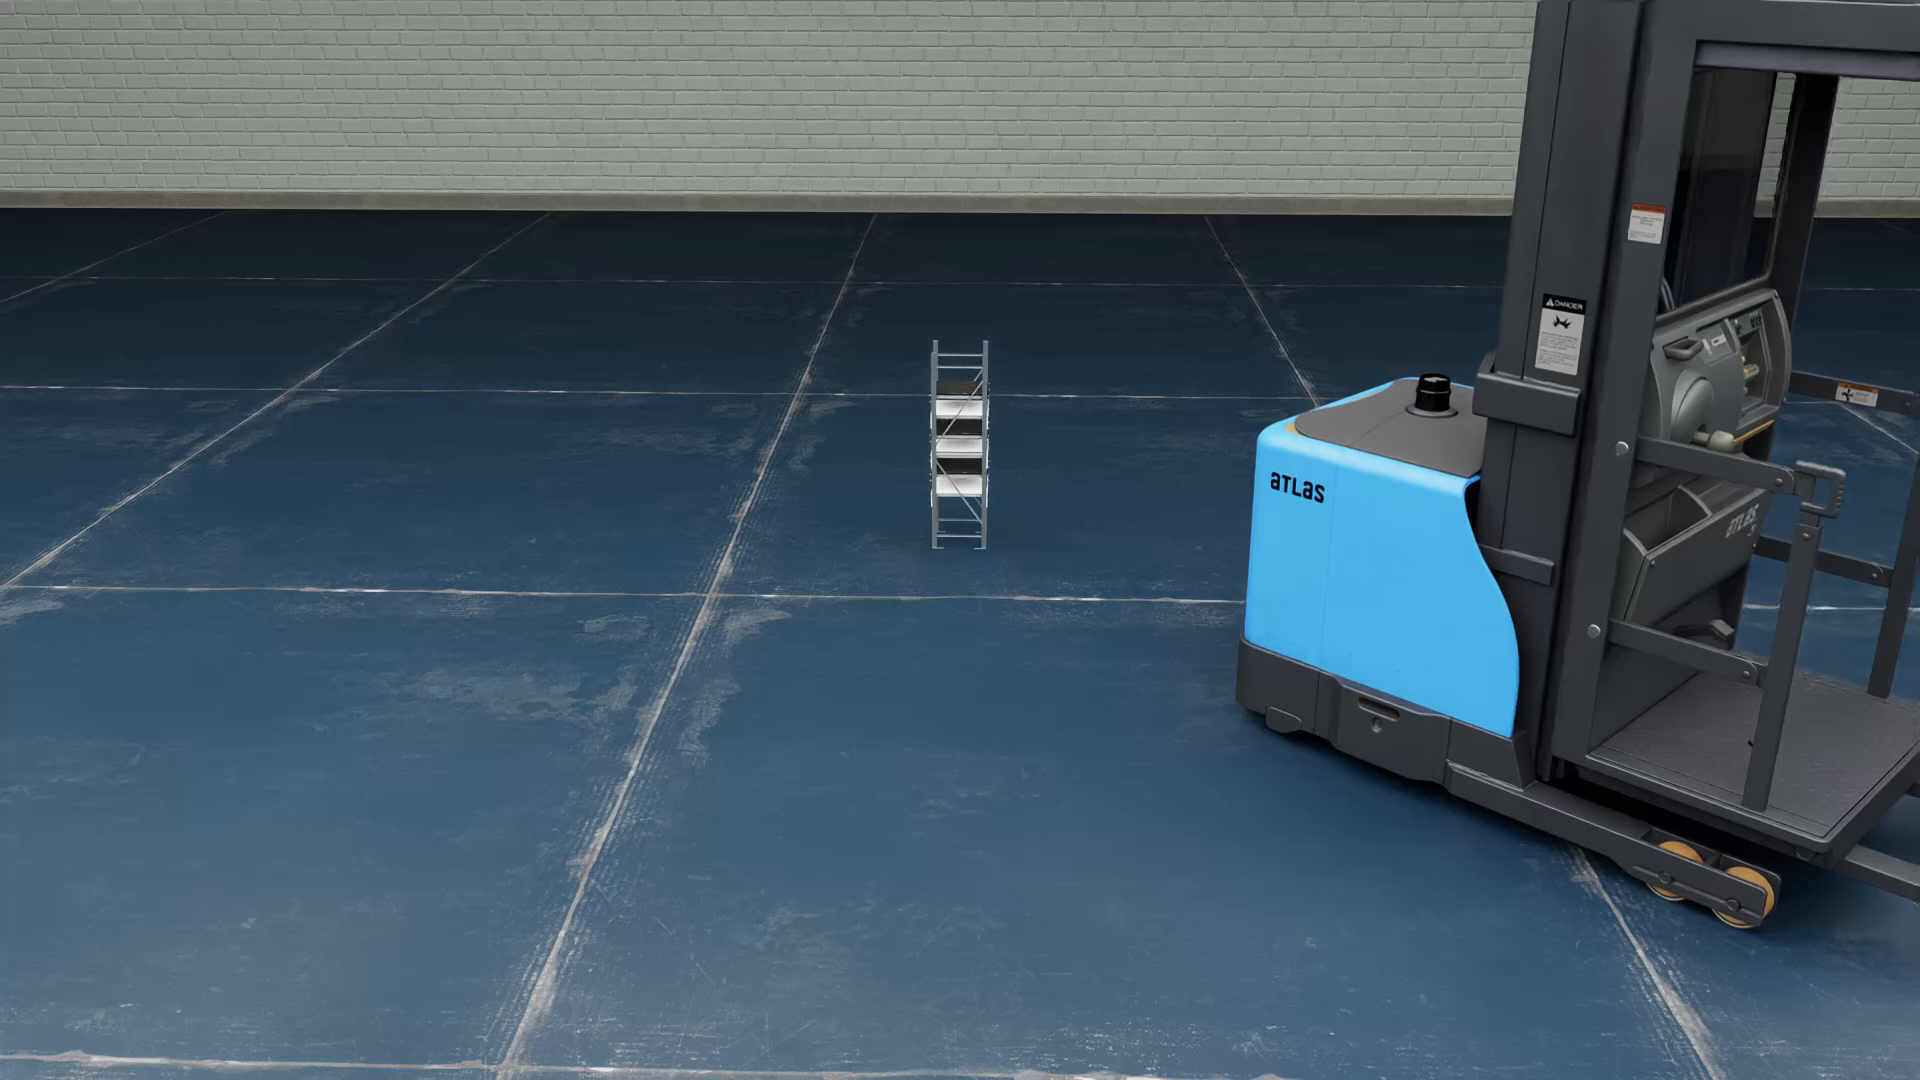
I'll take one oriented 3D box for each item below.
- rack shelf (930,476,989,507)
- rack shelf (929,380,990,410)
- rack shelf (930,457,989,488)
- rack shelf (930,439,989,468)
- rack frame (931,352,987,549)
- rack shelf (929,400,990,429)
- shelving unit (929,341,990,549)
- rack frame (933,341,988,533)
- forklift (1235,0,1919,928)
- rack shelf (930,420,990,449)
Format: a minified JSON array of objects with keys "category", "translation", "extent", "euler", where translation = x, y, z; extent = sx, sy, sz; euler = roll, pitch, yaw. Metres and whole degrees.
[{"category":"rack shelf","translation":[0.000,-0.218,7.436],"extent":[0.258,0.077,0.200],"euler":[1,21,2]},{"category":"rack shelf","translation":[0.000,-0.637,7.273],"extent":[0.258,0.077,0.200],"euler":[1,21,2]},{"category":"rack shelf","translation":[0.000,-0.302,7.403],"extent":[0.258,0.077,0.200],"euler":[1,21,2]},{"category":"rack shelf","translation":[0.000,-0.386,7.371],"extent":[0.258,0.077,0.200],"euler":[1,21,2]},{"category":"rack frame","translation":[-0.003,-0.380,7.264],"extent":[0.240,0.900,0.006],"euler":[1,21,2]},{"category":"rack shelf","translation":[0.000,-0.553,7.306],"extent":[0.258,0.077,0.200],"euler":[1,21,2]},{"category":"shelving unit","translation":[0.000,-0.417,7.359],"extent":[0.258,0.900,0.210],"euler":[1,21,2]},{"category":"rack frame","translation":[0.003,-0.453,7.453],"extent":[0.240,0.900,0.006],"euler":[1,21,2]},{"category":"forklift","translation":[2.369,-0.481,4.718],"extent":[1.130,2.935,3.031],"euler":[-20,29,-41]},{"category":"rack shelf","translation":[0.000,-0.469,7.338],"extent":[0.258,0.077,0.200],"euler":[1,21,2]}]
